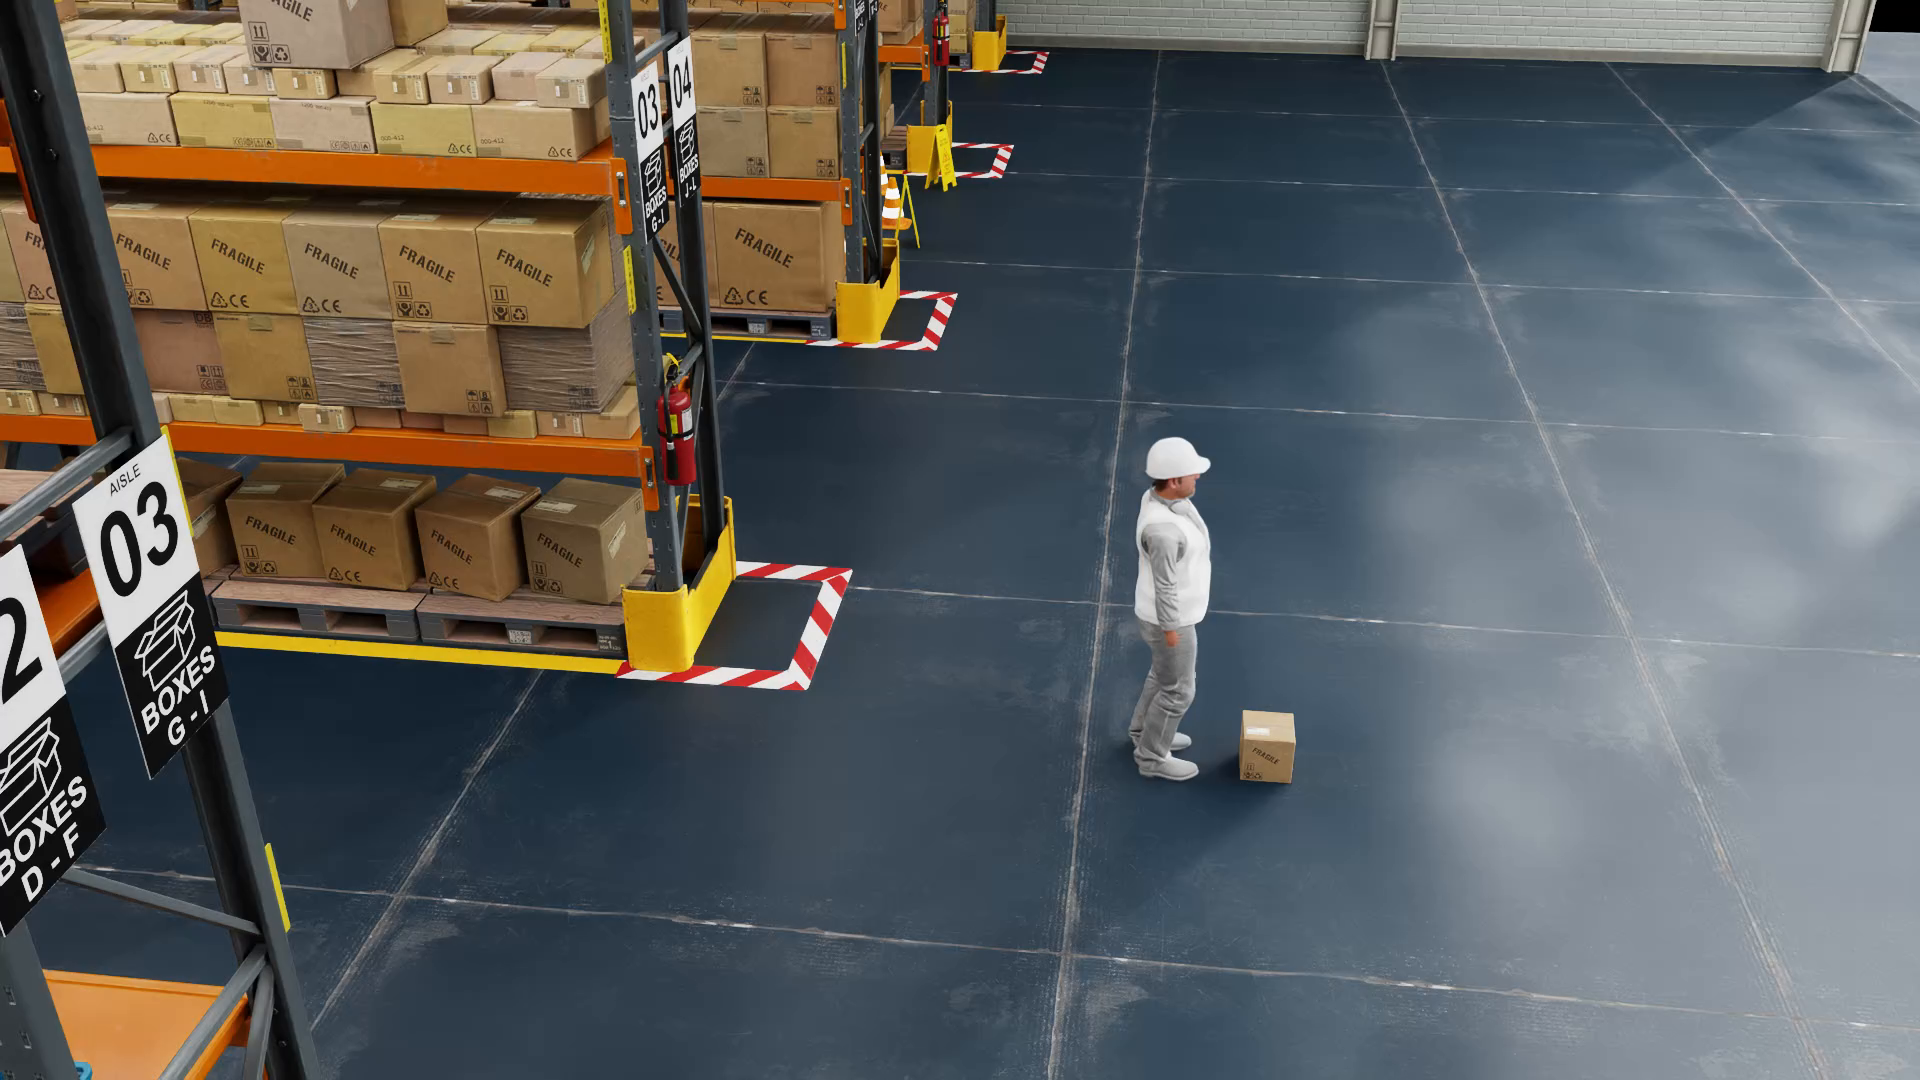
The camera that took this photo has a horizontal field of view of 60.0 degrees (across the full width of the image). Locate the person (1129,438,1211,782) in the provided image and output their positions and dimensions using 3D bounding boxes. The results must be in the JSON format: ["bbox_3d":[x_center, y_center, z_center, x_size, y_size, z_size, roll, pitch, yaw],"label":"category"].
[{"bbox_3d":[1.021,0.320,8.012,0.375,1.764,0.532,4,28,7],"label":"person"}]
